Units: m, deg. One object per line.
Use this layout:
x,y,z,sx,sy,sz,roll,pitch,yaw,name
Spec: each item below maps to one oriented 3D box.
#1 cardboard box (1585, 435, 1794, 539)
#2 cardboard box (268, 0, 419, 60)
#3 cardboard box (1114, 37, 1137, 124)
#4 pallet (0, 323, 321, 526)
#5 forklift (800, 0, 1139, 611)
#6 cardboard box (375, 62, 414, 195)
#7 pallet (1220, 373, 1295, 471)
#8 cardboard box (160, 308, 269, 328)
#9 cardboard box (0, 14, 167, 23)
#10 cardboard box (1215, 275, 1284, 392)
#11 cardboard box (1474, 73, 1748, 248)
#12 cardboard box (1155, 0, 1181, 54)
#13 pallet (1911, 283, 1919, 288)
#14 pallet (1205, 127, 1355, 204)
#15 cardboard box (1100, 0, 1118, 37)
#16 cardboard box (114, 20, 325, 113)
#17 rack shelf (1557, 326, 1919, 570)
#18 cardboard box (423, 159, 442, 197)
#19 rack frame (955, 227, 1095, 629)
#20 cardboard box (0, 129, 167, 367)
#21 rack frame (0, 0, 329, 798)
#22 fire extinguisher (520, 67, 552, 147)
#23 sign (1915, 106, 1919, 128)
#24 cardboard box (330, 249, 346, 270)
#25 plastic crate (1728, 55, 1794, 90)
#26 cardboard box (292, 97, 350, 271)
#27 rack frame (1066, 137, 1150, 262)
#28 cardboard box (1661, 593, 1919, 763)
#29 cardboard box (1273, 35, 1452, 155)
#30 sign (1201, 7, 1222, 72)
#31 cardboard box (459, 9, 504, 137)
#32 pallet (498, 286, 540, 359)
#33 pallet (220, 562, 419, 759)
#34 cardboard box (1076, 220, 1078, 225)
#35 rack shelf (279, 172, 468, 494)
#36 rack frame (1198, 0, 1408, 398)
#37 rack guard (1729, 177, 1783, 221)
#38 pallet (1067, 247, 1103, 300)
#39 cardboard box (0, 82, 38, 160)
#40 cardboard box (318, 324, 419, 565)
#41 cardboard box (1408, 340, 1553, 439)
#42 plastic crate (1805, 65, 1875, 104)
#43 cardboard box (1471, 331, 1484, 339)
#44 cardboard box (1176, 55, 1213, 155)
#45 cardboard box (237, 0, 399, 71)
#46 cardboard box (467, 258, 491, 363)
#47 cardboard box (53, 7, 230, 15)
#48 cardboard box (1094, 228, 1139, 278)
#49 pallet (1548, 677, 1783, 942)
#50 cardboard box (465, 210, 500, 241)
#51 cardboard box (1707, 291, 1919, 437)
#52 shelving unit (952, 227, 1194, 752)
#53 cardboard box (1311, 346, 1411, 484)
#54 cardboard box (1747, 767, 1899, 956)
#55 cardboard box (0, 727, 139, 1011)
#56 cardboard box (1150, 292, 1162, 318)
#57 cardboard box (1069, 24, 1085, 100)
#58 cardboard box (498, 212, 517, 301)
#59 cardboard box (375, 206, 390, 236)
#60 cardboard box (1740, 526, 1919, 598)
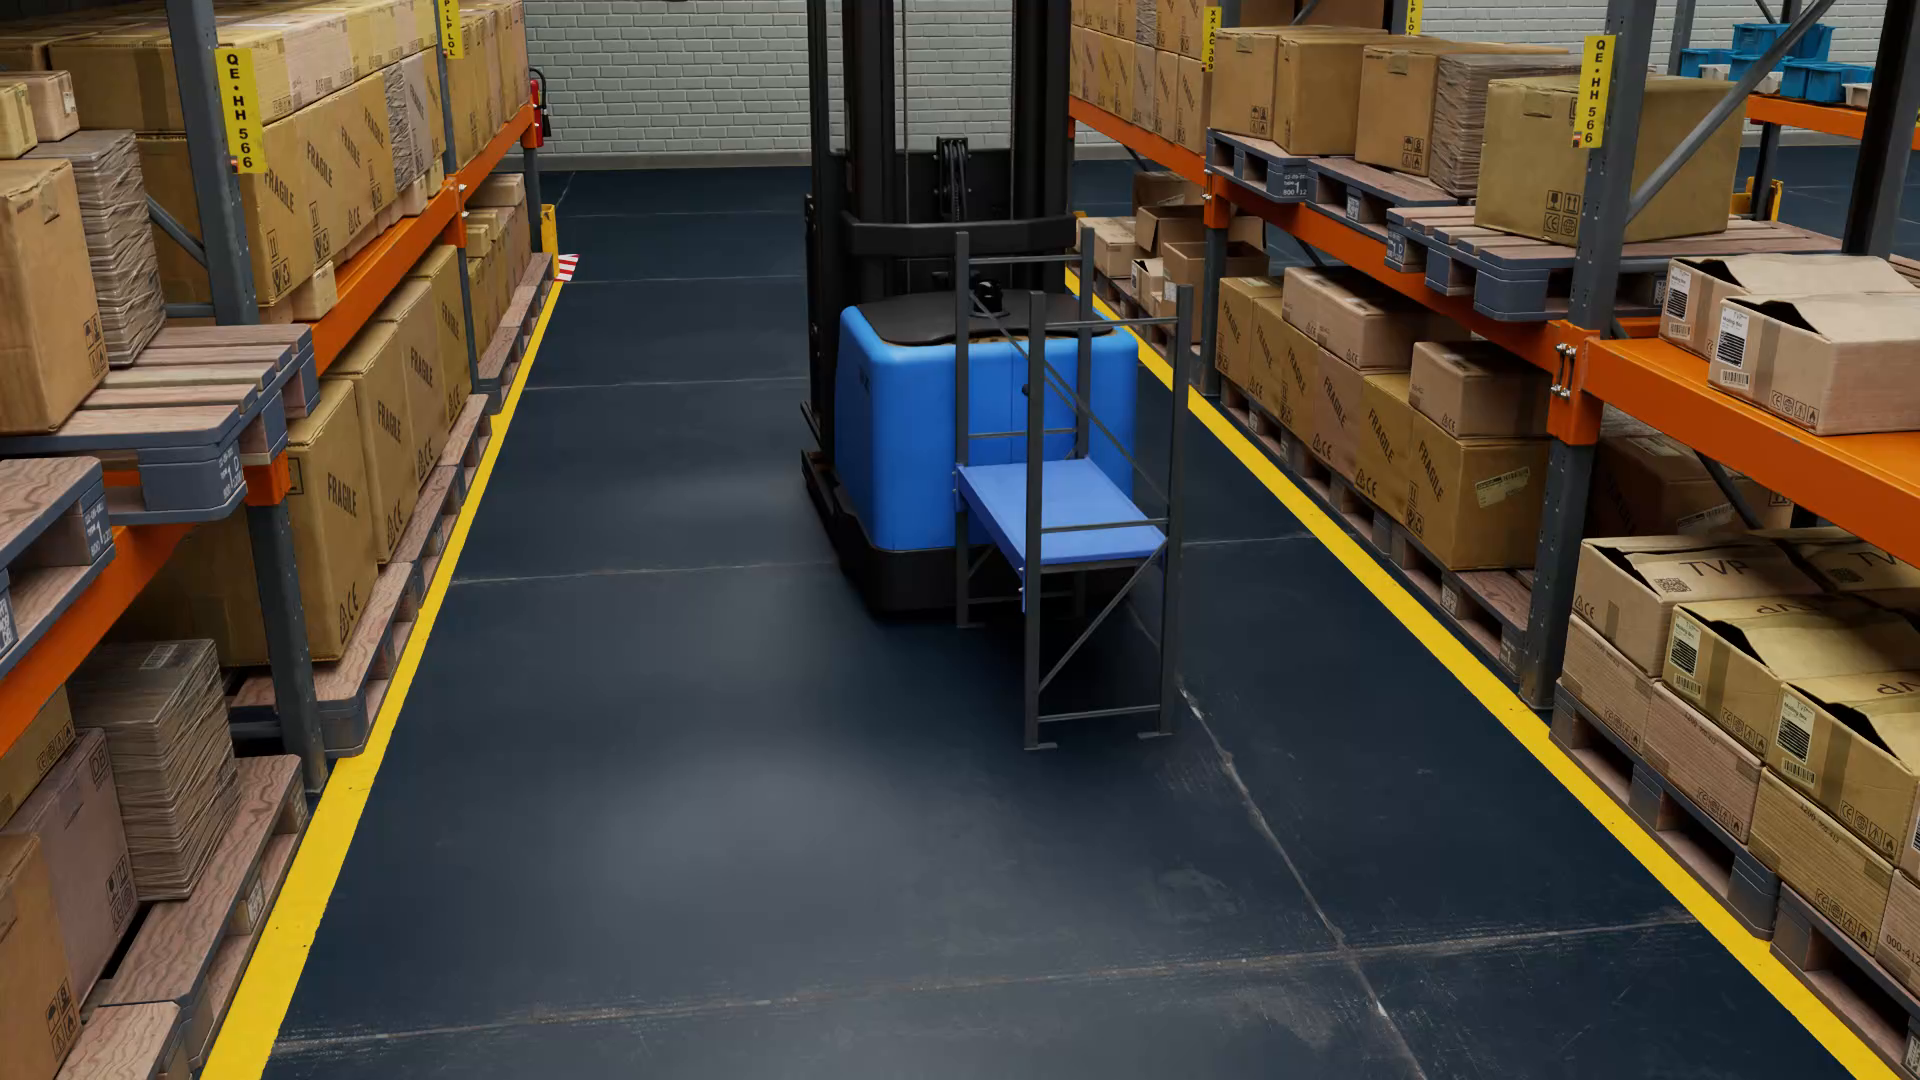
2.651,-0.072,6.066,0.500,0.500,0.500,-2,21,-5,cardboard box
-2.660,-2.219,7.202,0.500,0.250,0.500,-2,21,-7,cardboard box
1.303,-2.989,10.790,0.500,0.500,0.500,-3,21,-7,cardboard box
-2.260,-0.283,3.960,1.213,0.211,1.003,-3,21,-8,pallet
-0.136,-1.587,7.275,1.130,2.935,3.031,-4,21,-12,forklift
-2.581,-1.697,6.875,0.500,0.500,0.500,-3,21,-8,cardboard box
2.012,-0.664,8.692,1.003,0.211,1.213,-3,21,-8,pallet
-2.286,-0.631,4.949,0.380,0.149,0.250,-3,21,-9,cardboard box
-2.932,-1.662,5.710,0.500,0.250,0.500,-3,21,-9,cardboard box
1.686,-1.105,8.832,0.500,0.500,0.500,-4,21,-10,cardboard box
2.231,-1.321,5.722,0.700,0.500,0.500,-10,23,-26,cardboard box
1.451,-3.104,9.669,0.500,0.500,0.500,-3,21,-9,cardboard box
6.615,-1.445,10.783,1.003,0.211,1.213,-3,21,-8,pallet
1.864,-1.878,8.231,1.003,0.211,1.213,-3,21,-8,pallet
1.234,-3.629,11.073,0.500,0.500,0.500,-3,21,-7,cardboard box
-2.356,-1.517,5.322,0.500,0.250,0.500,-3,21,-9,cardboard box
2.722,0.165,3.517,1.077,0.370,4.000,-3,21,-8,rack shelf
-2.656,-1.701,7.815,0.380,0.149,0.250,-3,21,-7,cardboard box
0.230,-0.388,6.111,0.500,1.500,0.032,-4,21,-12,rack frame
-2.390,-0.704,4.044,0.700,0.500,0.500,-5,21,-14,cardboard box
-2.468,-0.614,4.572,1.000,3.000,0.127,-3,21,-8,rack frame
-3.186,-3.248,12.269,0.296,0.674,0.183,-3,21,-8,fire extinguisher
2.982,-1.436,5.120,0.100,0.325,0.005,-3,21,-8,sign
-2.499,-1.075,6.138,0.380,0.149,0.250,-3,21,-7,cardboard box
5.987,-3.503,12.461,0.416,0.233,0.300,-3,21,-8,plastic crate
-2.351,-1.172,5.471,0.500,0.500,0.500,-2,21,-6,cardboard box
1.280,-3.635,12.661,1.000,3.000,0.127,-3,21,-8,rack frame
2.303,0.341,4.543,0.500,0.311,0.500,-3,21,-9,cardboard box
1.866,-2.083,7.764,0.700,0.500,0.500,0,20,1,cardboard box
1.321,-2.625,8.721,0.100,0.325,0.005,-3,21,-8,sign
-3.321,-2.832,10.084,0.980,0.700,0.700,-4,21,-10,cardboard box
-3.256,-1.383,10.617,1.003,0.211,1.213,-3,21,-8,pallet
-2.507,0.416,5.801,1.003,0.211,1.213,-3,21,-8,pallet
1.001,-2.343,12.648,0.380,0.149,0.250,-3,21,-8,cardboard box
-2.756,-0.969,6.552,1.077,0.370,4.000,-3,21,-8,rack shelf
1.857,-2.250,8.953,1.000,3.000,0.127,-3,21,-8,rack frame
6.166,-2.720,13.784,1.175,0.500,0.348,-3,21,-8,rack guard
1.407,-2.026,12.339,1.003,0.211,1.213,-3,21,-8,pallet
-2.327,-0.942,3.752,0.380,0.149,0.250,-6,21,-17,cardboard box
-2.564,-0.368,6.387,0.750,0.750,0.750,-3,21,-8,cardboard box
2.054,-0.583,6.361,0.500,0.250,0.500,-2,21,-6,cardboard box
6.125,-3.171,11.573,0.416,0.233,0.300,-3,21,-8,plastic crate
2.347,-0.783,7.970,0.500,0.500,0.500,-3,21,-7,cardboard box
1.531,-2.457,9.364,0.500,0.500,0.500,-3,21,-7,cardboard box
-2.586,-2.043,6.730,0.500,0.250,0.500,-3,21,-7,cardboard box
-3.051,-1.289,9.351,0.700,0.500,0.500,-3,21,-7,cardboard box
-3.006,-1.838,6.182,0.500,0.250,0.500,-3,21,-9,cardboard box
1.222,-2.004,11.596,0.500,0.250,0.500,-3,21,-8,cardboard box
2.514,0.728,4.964,1.003,0.211,1.213,-3,21,-8,pallet
-2.995,-1.901,10.064,0.380,0.149,0.250,-4,21,-9,cardboard box
2.371,-0.504,4.405,0.500,0.311,0.500,-3,21,-8,cardboard box
0.340,-0.214,5.647,0.538,1.500,1.048,-4,21,-12,shelving unit
1.910,-0.573,7.406,0.500,0.500,0.500,-4,21,-10,cardboard box
2.373,0.776,4.180,0.500,0.250,0.500,-3,21,-9,cardboard box
-2.353,0.782,3.779,0.700,0.500,0.500,-3,21,-8,cardboard box
1.381,-1.430,10.204,0.380,0.149,0.250,-3,21,-8,cardboard box
1.084,-3.515,12.196,0.500,0.500,0.500,-2,21,-7,cardboard box
-3.276,-1.825,10.787,0.700,0.500,0.500,-4,21,-10,cardboard box
-2.576,-1.346,6.862,0.380,0.149,0.250,-3,21,-9,cardboard box
2.753,0.133,5.102,0.500,0.311,0.500,-2,21,-6,cardboard box
